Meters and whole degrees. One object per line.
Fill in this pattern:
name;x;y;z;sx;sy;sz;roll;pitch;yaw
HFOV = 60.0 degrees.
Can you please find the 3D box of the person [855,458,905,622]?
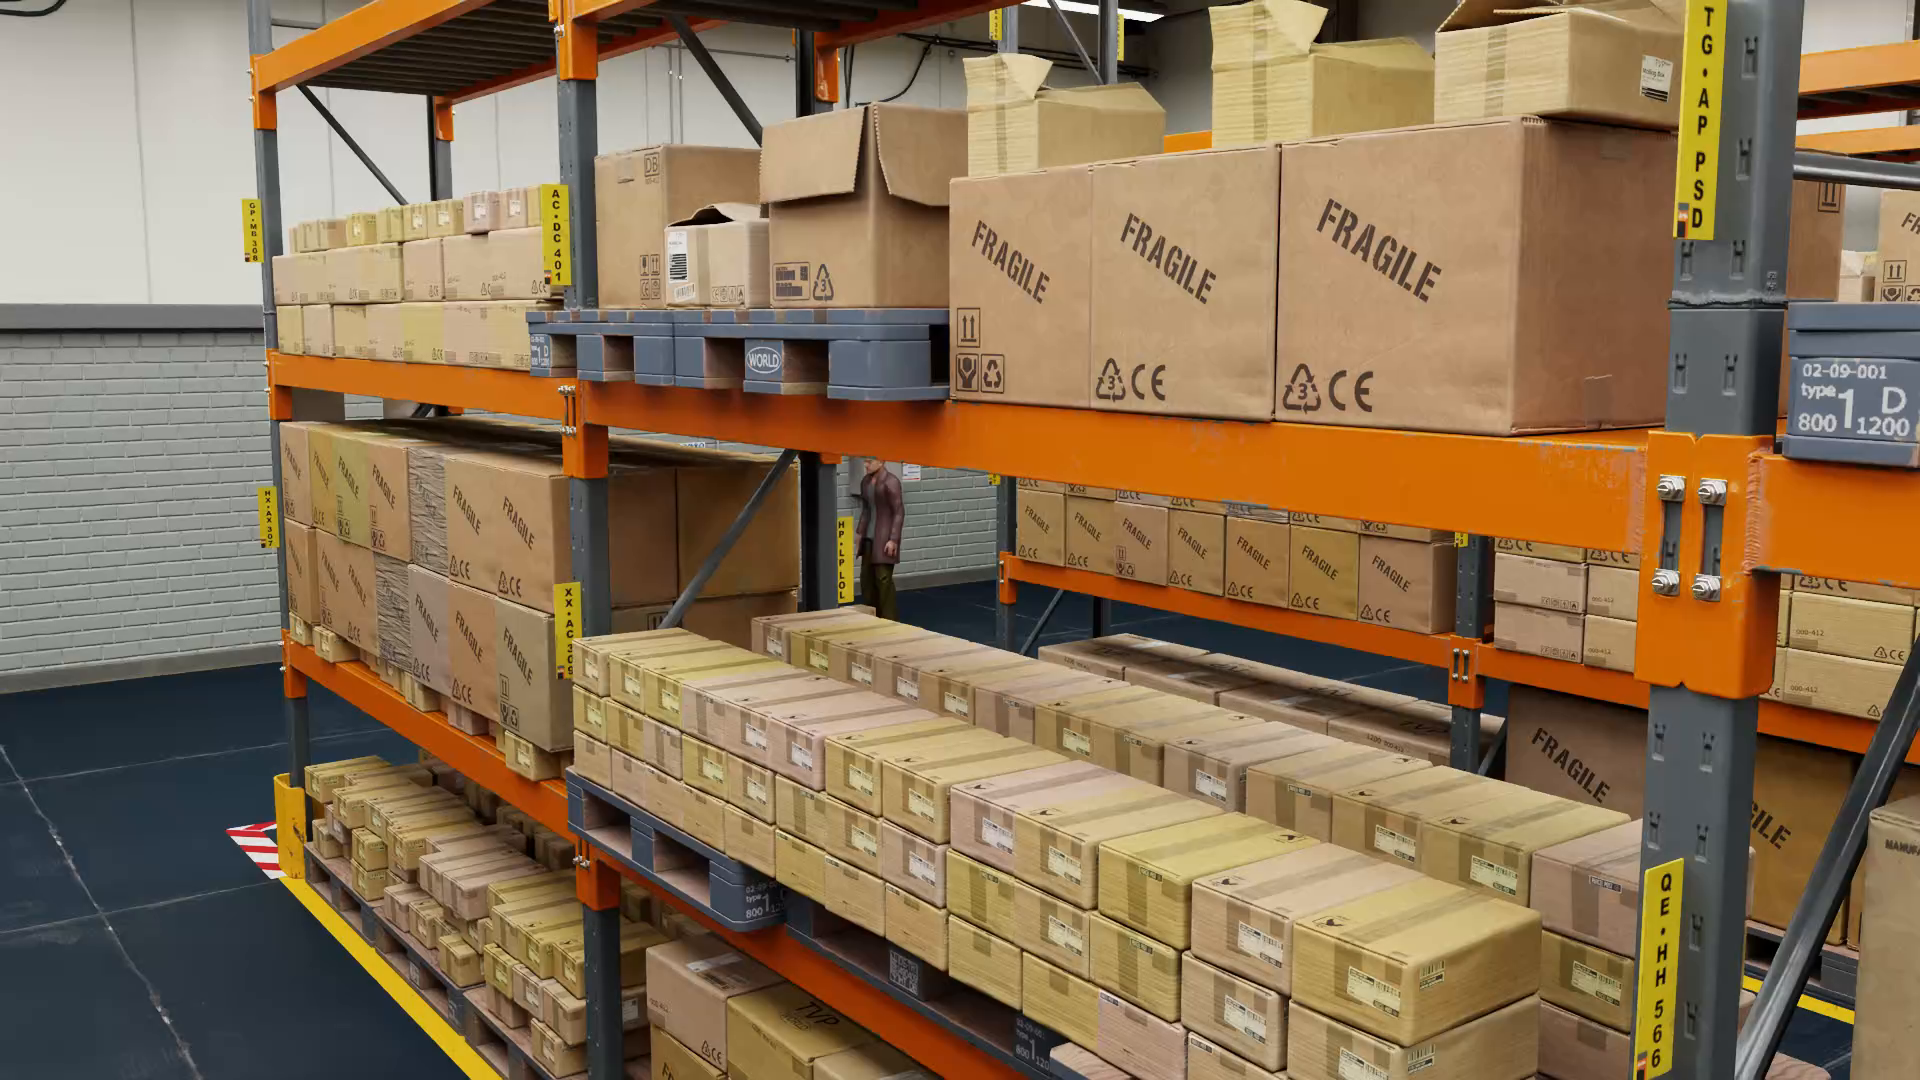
person;-0.774;-0.009;15.921;0.416;1.774;0.654;-6;10;-37
